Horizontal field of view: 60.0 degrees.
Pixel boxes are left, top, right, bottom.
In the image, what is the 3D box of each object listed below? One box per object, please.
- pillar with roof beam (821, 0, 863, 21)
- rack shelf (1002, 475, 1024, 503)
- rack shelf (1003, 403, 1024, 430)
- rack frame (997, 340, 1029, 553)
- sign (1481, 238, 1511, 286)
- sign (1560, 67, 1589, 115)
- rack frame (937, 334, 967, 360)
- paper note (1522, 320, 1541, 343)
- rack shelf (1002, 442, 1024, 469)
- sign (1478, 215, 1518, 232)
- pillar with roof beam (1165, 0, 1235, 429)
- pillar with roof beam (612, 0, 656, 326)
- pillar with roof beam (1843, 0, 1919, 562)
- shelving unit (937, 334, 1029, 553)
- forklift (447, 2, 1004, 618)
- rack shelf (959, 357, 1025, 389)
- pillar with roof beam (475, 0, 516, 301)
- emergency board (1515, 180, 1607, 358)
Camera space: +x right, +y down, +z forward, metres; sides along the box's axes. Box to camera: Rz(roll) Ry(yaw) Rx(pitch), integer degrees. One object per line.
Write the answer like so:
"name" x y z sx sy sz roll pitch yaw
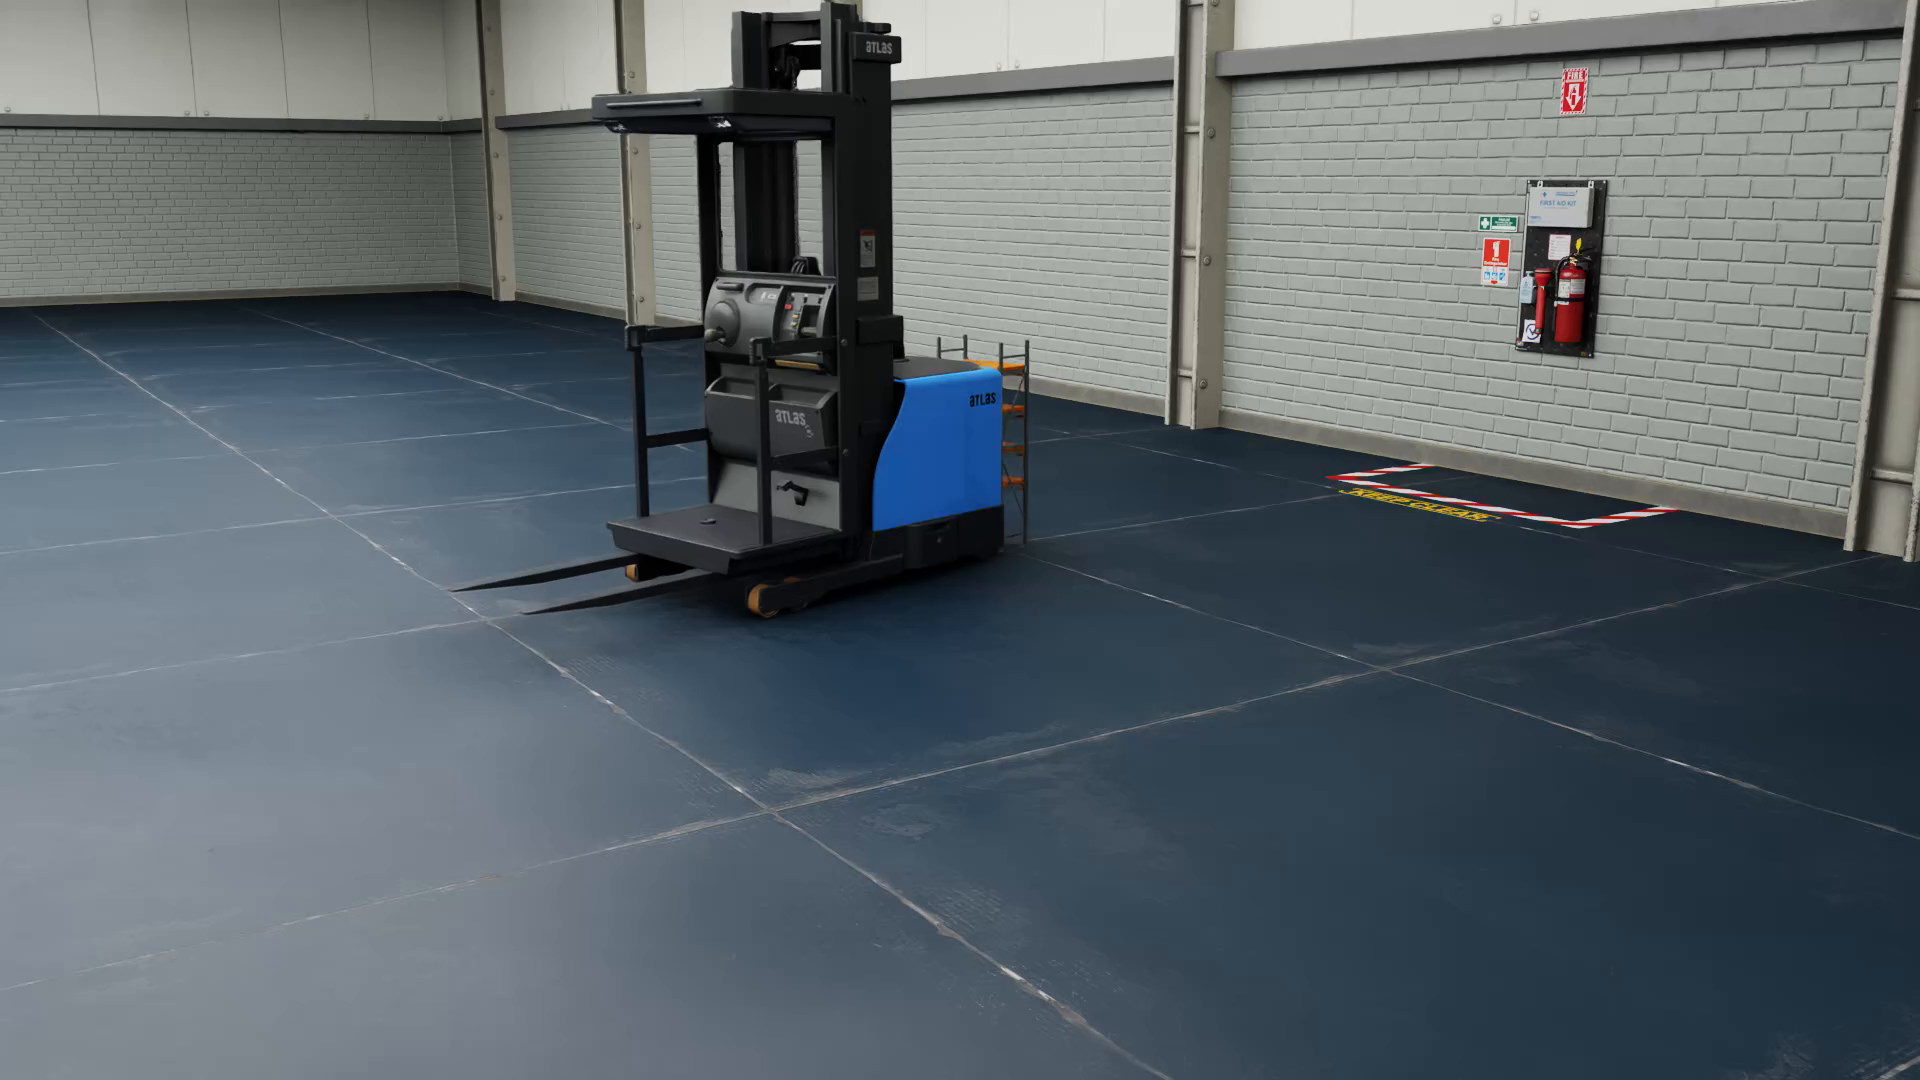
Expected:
"pillar with roof beam" -4.891 -5.949 16.002 9.100 9.000 0.400 -8 15 -33
"rack shelf" 0.129 -0.307 9.699 0.480 0.148 0.258 12 17 43
"rack shelf" 0.129 -0.719 9.609 0.480 0.148 0.258 12 17 43
"rack frame" 0.304 -0.530 9.477 0.015 1.200 0.240 12 17 43
"sign" 3.783 -1.966 11.746 0.001 0.329 0.234 -8 15 -33
"sign" 4.082 -2.984 11.057 0.001 0.298 0.199 -8 15 -33
"rack frame" -0.046 -0.603 9.809 0.015 1.200 0.240 12 17 43
"paper note" 3.963 -1.447 11.520 0.016 0.148 0.142 -8 15 -33
"rack shelf" 0.129 -0.501 9.657 0.480 0.148 0.258 12 17 43
"sign" 3.778 -2.223 11.681 0.001 0.109 0.331 -8 15 -33
"pillar with roof beam" -1.567 -4.882 11.123 9.100 9.000 0.400 -8 15 -33
"pillar with roof beam" -8.215 -7.016 20.882 9.100 9.000 0.400 -8 15 -33
"pillar with roof beam" 1.757 -3.815 6.243 9.100 9.000 0.400 -8 15 -33
"shelving unit" 0.129 -0.566 9.643 0.503 1.200 0.258 12 17 43
"forklift" -1.125 -1.175 8.374 1.130 2.935 3.031 11 17 42
"rack shelf" 0.129 -0.950 9.559 0.480 0.148 0.258 12 17 43
"pillar with roof beam" -11.540 -8.083 25.762 9.100 9.000 0.400 -8 15 -33
"emergency board" 4.004 -1.838 11.245 0.194 1.169 0.643 -8 15 -33
